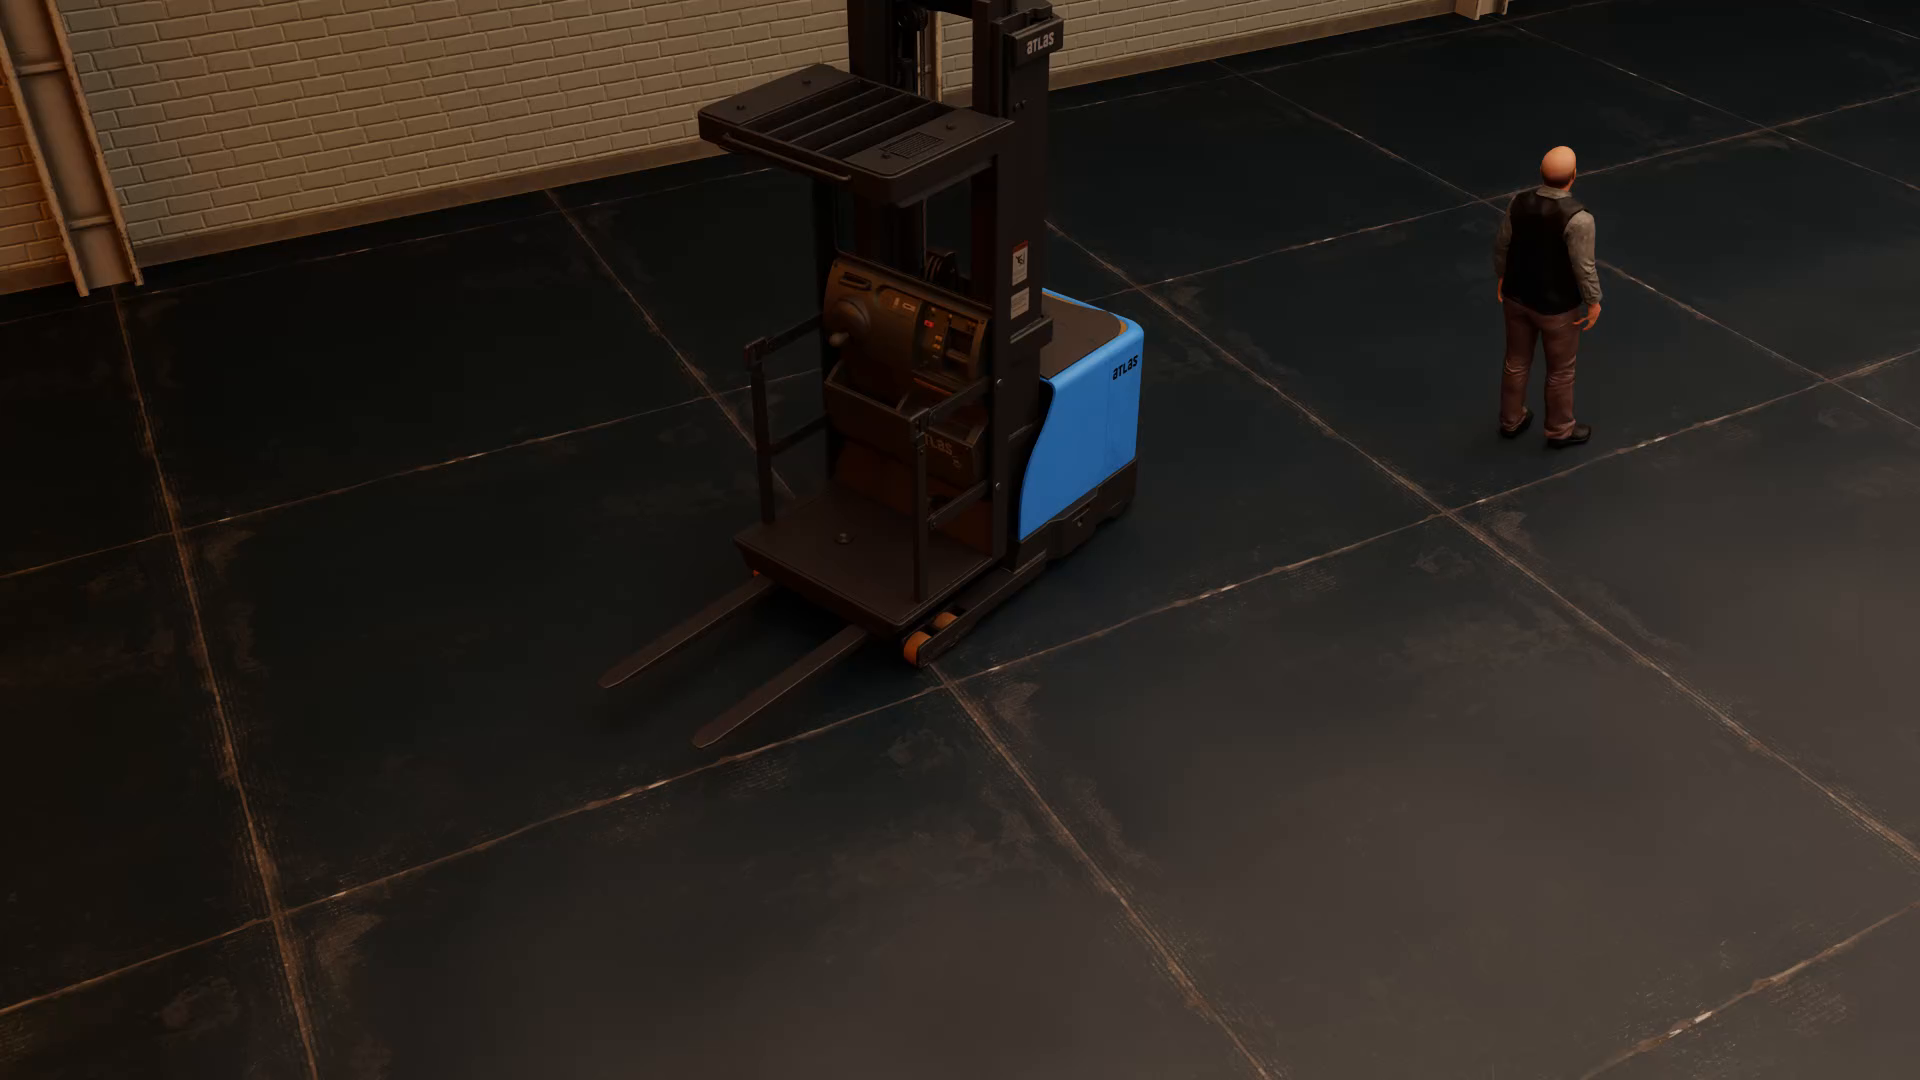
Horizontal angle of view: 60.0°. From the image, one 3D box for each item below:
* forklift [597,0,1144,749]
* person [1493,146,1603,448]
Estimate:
[{"bbox_3d":[-0.390,-0.927,7.434,1.130,2.935,3.031,26,43,31],"label":"forklift"},{"bbox_3d":[3.208,-1.327,9.035,0.569,1.720,0.632,-26,43,-32],"label":"person"}]
